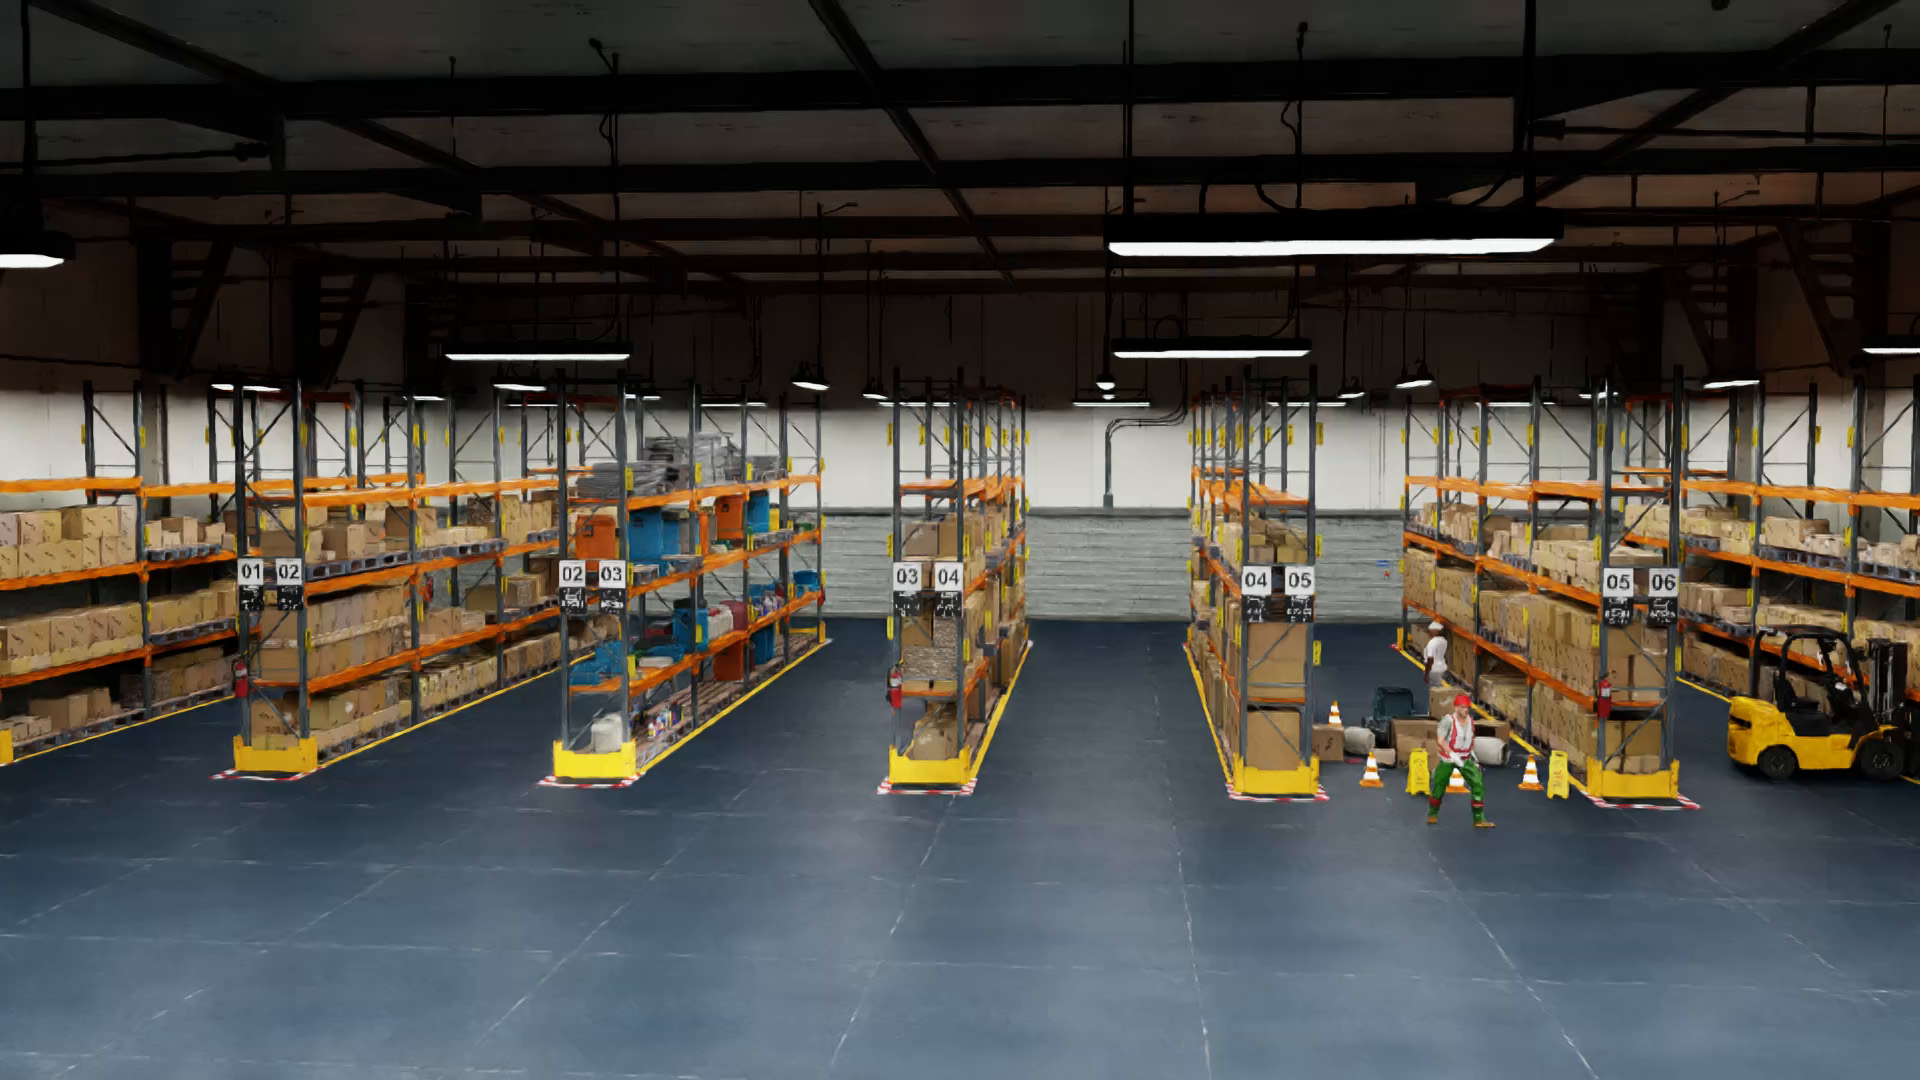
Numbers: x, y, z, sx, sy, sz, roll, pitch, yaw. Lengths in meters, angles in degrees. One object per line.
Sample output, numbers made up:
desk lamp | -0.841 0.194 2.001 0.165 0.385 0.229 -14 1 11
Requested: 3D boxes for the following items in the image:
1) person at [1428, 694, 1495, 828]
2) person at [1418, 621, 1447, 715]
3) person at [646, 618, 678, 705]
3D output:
person | 6.365 2.808 21.290 0.682 1.718 0.811 -1 4 -13
person | 8.277 2.298 29.102 0.582 1.763 0.671 2 4 31
person | -5.570 2.254 31.095 0.445 1.603 1.020 1 4 15
